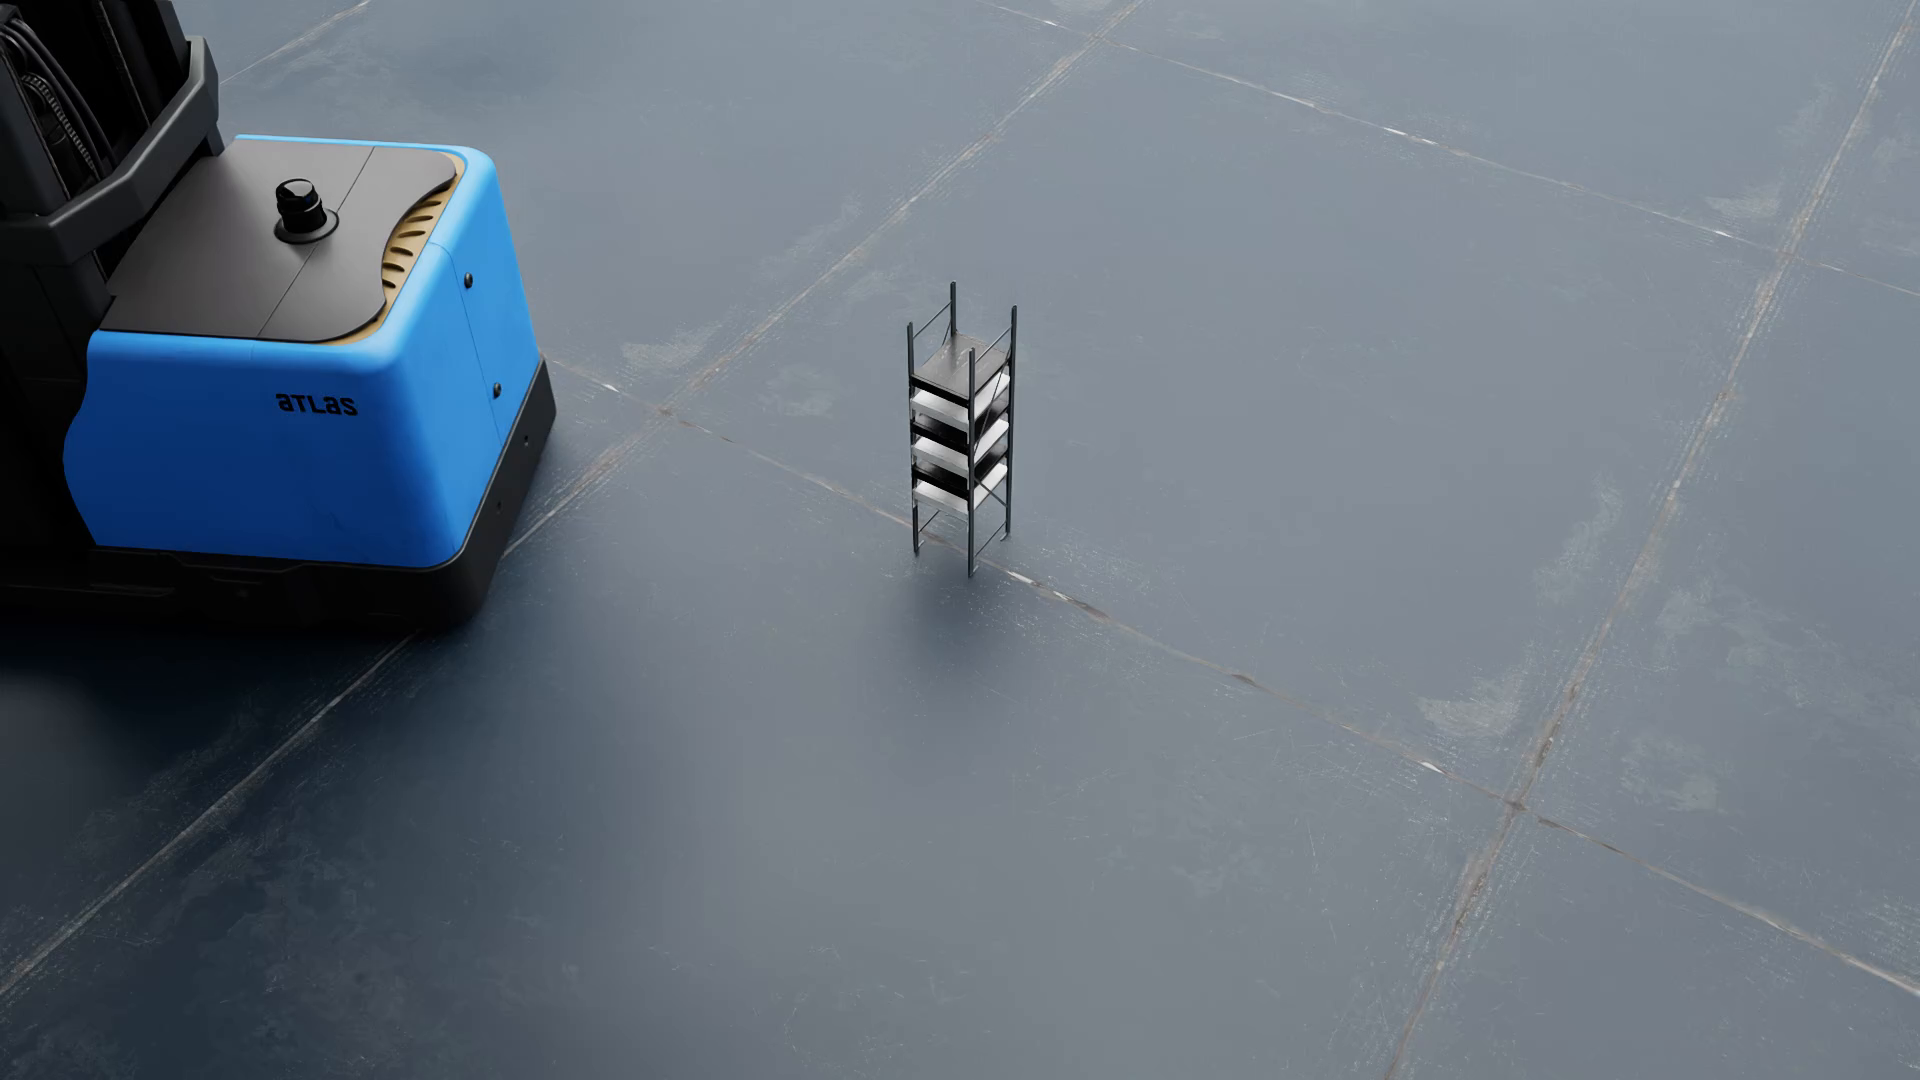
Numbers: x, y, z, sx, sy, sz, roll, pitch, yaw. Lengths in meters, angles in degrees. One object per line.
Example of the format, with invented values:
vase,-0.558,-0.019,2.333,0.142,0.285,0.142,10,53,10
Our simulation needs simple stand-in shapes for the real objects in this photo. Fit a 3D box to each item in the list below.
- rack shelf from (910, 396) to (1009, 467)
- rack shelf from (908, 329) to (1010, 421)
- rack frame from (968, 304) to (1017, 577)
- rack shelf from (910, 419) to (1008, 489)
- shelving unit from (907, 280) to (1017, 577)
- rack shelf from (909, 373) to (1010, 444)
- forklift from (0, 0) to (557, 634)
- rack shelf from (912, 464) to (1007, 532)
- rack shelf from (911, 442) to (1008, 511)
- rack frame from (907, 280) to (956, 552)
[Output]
rack shelf,0.007,-0.350,4.886,0.200,0.077,0.258,25,51,22
rack shelf,0.007,-0.475,4.757,0.200,0.077,0.258,25,51,22
rack frame,0.092,-0.271,4.889,0.006,0.900,0.240,25,51,22
rack shelf,0.007,-0.287,4.951,0.200,0.077,0.258,25,51,22
shelving unit,0.007,-0.310,4.927,0.210,0.900,0.258,25,51,22
rack shelf,0.007,-0.413,4.822,0.200,0.077,0.258,25,51,22
forklift,-2.897,-1.185,4.360,3.031,2.935,1.130,4,46,4
rack shelf,0.007,-0.162,5.080,0.200,0.077,0.258,25,51,22
rack shelf,0.007,-0.225,5.016,0.200,0.077,0.258,25,51,22
rack frame,-0.079,-0.350,4.965,0.006,0.900,0.240,25,51,22
